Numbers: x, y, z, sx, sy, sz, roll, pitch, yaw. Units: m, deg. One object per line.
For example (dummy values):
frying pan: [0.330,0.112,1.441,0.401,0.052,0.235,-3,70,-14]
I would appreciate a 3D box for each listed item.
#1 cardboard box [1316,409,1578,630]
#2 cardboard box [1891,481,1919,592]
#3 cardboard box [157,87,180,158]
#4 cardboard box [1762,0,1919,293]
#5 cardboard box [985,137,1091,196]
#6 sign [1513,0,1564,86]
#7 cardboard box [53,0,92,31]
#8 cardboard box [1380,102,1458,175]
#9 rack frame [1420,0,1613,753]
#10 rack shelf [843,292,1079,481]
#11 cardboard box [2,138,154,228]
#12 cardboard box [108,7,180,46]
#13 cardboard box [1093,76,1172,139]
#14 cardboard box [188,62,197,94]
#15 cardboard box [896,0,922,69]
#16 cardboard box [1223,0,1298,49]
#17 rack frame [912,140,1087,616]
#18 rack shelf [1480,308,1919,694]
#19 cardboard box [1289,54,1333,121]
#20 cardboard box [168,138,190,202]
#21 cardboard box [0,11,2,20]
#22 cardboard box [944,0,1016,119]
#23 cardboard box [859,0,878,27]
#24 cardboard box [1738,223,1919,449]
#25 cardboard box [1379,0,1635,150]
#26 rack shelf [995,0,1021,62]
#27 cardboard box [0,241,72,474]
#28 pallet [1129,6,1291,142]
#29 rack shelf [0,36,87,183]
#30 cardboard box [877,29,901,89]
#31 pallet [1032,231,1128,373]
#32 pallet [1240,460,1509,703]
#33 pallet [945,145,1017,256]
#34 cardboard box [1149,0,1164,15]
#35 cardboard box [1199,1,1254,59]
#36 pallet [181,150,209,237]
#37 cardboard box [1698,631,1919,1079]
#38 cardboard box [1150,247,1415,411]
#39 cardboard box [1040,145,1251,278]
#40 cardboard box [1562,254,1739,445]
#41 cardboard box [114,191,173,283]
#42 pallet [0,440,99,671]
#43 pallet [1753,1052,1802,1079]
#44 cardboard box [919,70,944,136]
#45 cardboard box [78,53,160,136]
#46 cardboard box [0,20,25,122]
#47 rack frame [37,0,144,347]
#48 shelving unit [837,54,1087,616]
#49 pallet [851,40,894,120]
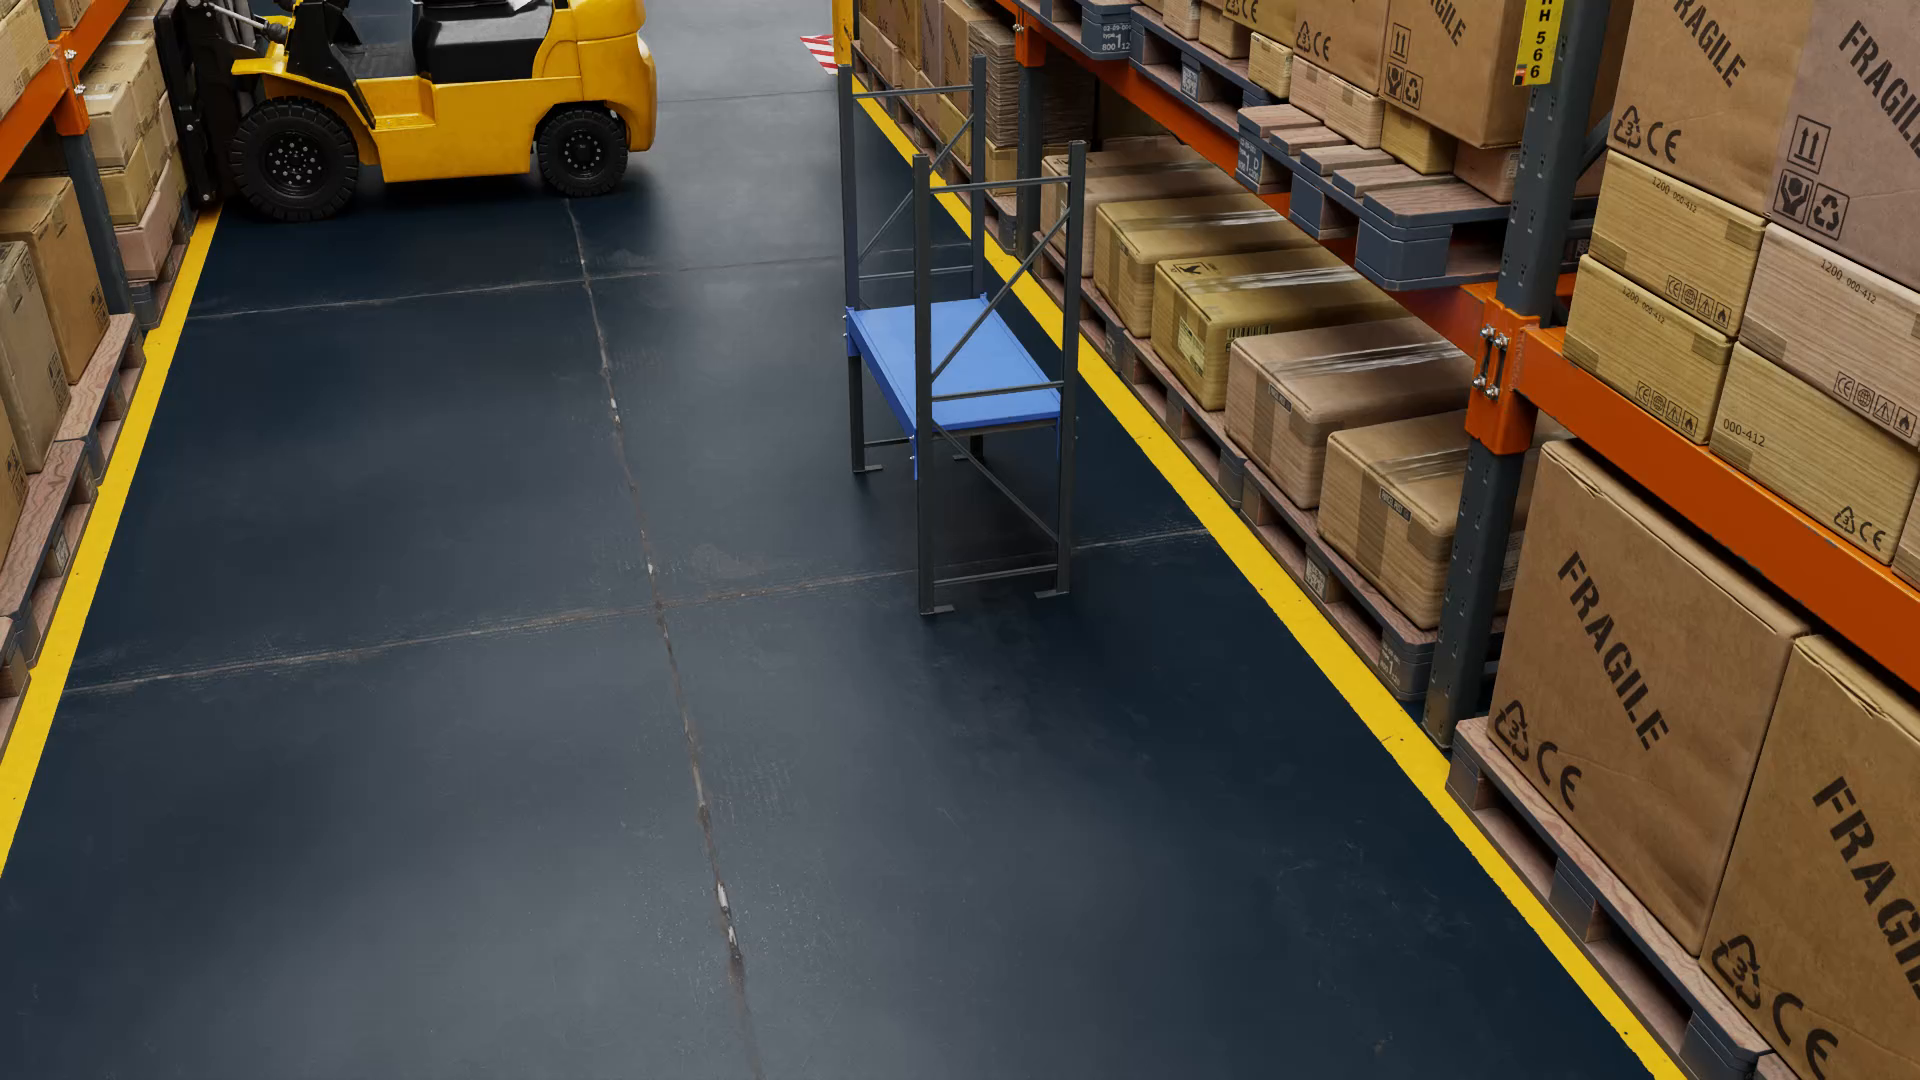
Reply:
cardboard box: [1.690,-0.112,5.152,0.950,0.372,0.625,-10,32,-17]
cardboard box: [2.005,0.042,2.833,0.500,0.250,0.500,-7,31,-12]
cardboard box: [-4.104,-2.033,8.095,0.500,0.250,0.500,-8,31,-14]
cardboard box: [1.867,-0.760,2.971,0.500,0.500,0.500,-8,31,-13]
cardboard box: [0.353,-1.966,8.478,0.500,0.250,0.500,-6,31,-11]
sign: [1.310,-1.183,3.723,0.100,0.325,0.005,-8,31,-13]
cardboard box: [-3.882,-2.355,6.725,0.500,0.500,0.500,-9,31,-15]
cardboard box: [1.376,-1.113,4.510,0.380,0.149,0.250,-7,31,-13]
rack frame: [1.831,-0.793,4.125,1.000,3.000,0.127,-8,31,-13]
rack shelf: [-0.023,-0.535,5.536,0.538,0.185,1.000,-8,31,-13]
cardboard box: [-3.847,-1.546,7.253,0.500,0.250,0.500,-8,31,-14]
cardboard box: [-4.243,-2.504,8.410,0.500,0.250,0.500,-8,31,-14]
cardboard box: [0.873,-2.362,8.413,0.500,0.500,0.500,-6,31,-11]
cardboard box: [-4.367,-2.519,8.935,0.500,0.250,0.500,-9,31,-14]
cardboard box: [-0.070,-3.040,9.585,0.500,0.500,0.500,-7,31,-12]
cardboard box: [1.159,-1.821,5.086,0.500,0.500,0.500,-10,32,-17]
rack frame: [0.112,-0.445,5.021,0.500,1.500,0.032,-8,31,-13]
rack shelf: [2.361,0.484,2.637,1.077,0.370,4.000,-8,31,-13]
cardboard box: [1.207,-1.351,4.922,0.380,0.149,0.250,-9,31,-16]
cardboard box: [-4.126,-1.822,8.228,0.500,0.250,0.500,-7,31,-12]
cardboard box: [-3.496,-1.764,5.454,0.500,0.250,0.500,-9,31,-15]
cardboard box: [0.216,-2.537,8.715,0.500,0.500,0.500,-7,31,-12]
cardboard box: [-0.339,-3.535,10.440,0.500,0.500,0.500,-9,31,-15]
cardboard box: [1.863,-0.417,3.127,0.500,0.250,0.500,-7,31,-12]
cardboard box: [1.442,-1.329,4.236,0.500,0.500,0.500,-9,31,-15]
rack shelf: [0.238,-3.379,9.312,1.077,0.370,4.000,-8,31,-13]
cardboard box: [-3.668,-0.591,5.727,0.875,0.625,0.625,-8,31,-14]
pallet: [1.266,-1.660,5.816,1.003,0.211,1.213,-8,31,-13]
rack shelf: [-3.485,-0.786,4.831,1.077,0.370,4.000,-8,31,-13]
cardboard box: [-0.217,-2.975,10.220,0.500,0.250,0.500,-7,31,-11]
pallet: [0.977,-1.142,7.512,1.003,0.211,1.213,-8,31,-13]
pallet: [1.625,0.036,5.476,1.003,0.211,1.213,-8,31,-13]
pallet: [0.556,-1.838,8.714,1.003,0.211,1.213,-8,31,-13]
cardboard box: [0.909,-1.991,6.027,0.380,0.149,0.250,-8,31,-13]
cardboard box: [1.029,-1.731,5.577,0.380,0.149,0.250,-9,31,-15]
pallet: [-4.514,-1.836,8.711,1.003,0.211,1.213,-8,31,-13]
cardboard box: [2.166,0.721,3.212,0.875,0.875,0.875,-7,31,-13]
cardboard box: [1.291,-0.834,6.400,0.950,0.372,0.625,-7,31,-12]
cardboard box: [0.910,-1.516,7.579,0.950,0.372,0.625,-7,31,-13]
cardboard box: [1.718,-0.458,3.697,0.500,0.250,0.500,-8,31,-14]
cardboard box: [-3.825,-1.332,7.383,0.500,0.250,0.500,-8,31,-13]
pallet: [-3.455,0.085,5.393,1.003,0.211,1.213,-8,31,-13]
pallet: [2.287,1.393,3.133,1.003,0.211,1.213,-8,31,-13]
cardboard box: [0.071,-2.468,9.346,0.500,0.250,0.500,-7,31,-13]
cardboard box: [-3.968,-2.011,7.558,0.500,0.250,0.500,-8,31,-13]
cardboard box: [-3.491,-1.547,5.579,0.500,0.250,0.500,-8,31,-14]
rack frame: [-4.016,-2.063,6.320,1.000,3.000,0.127,-8,31,-13]
shelving unit: [-0.023,-0.690,5.445,0.538,1.500,1.048,-8,31,-13]
pallet: [-0.091,-3.016,10.750,1.003,0.211,1.213,-8,31,-13]
